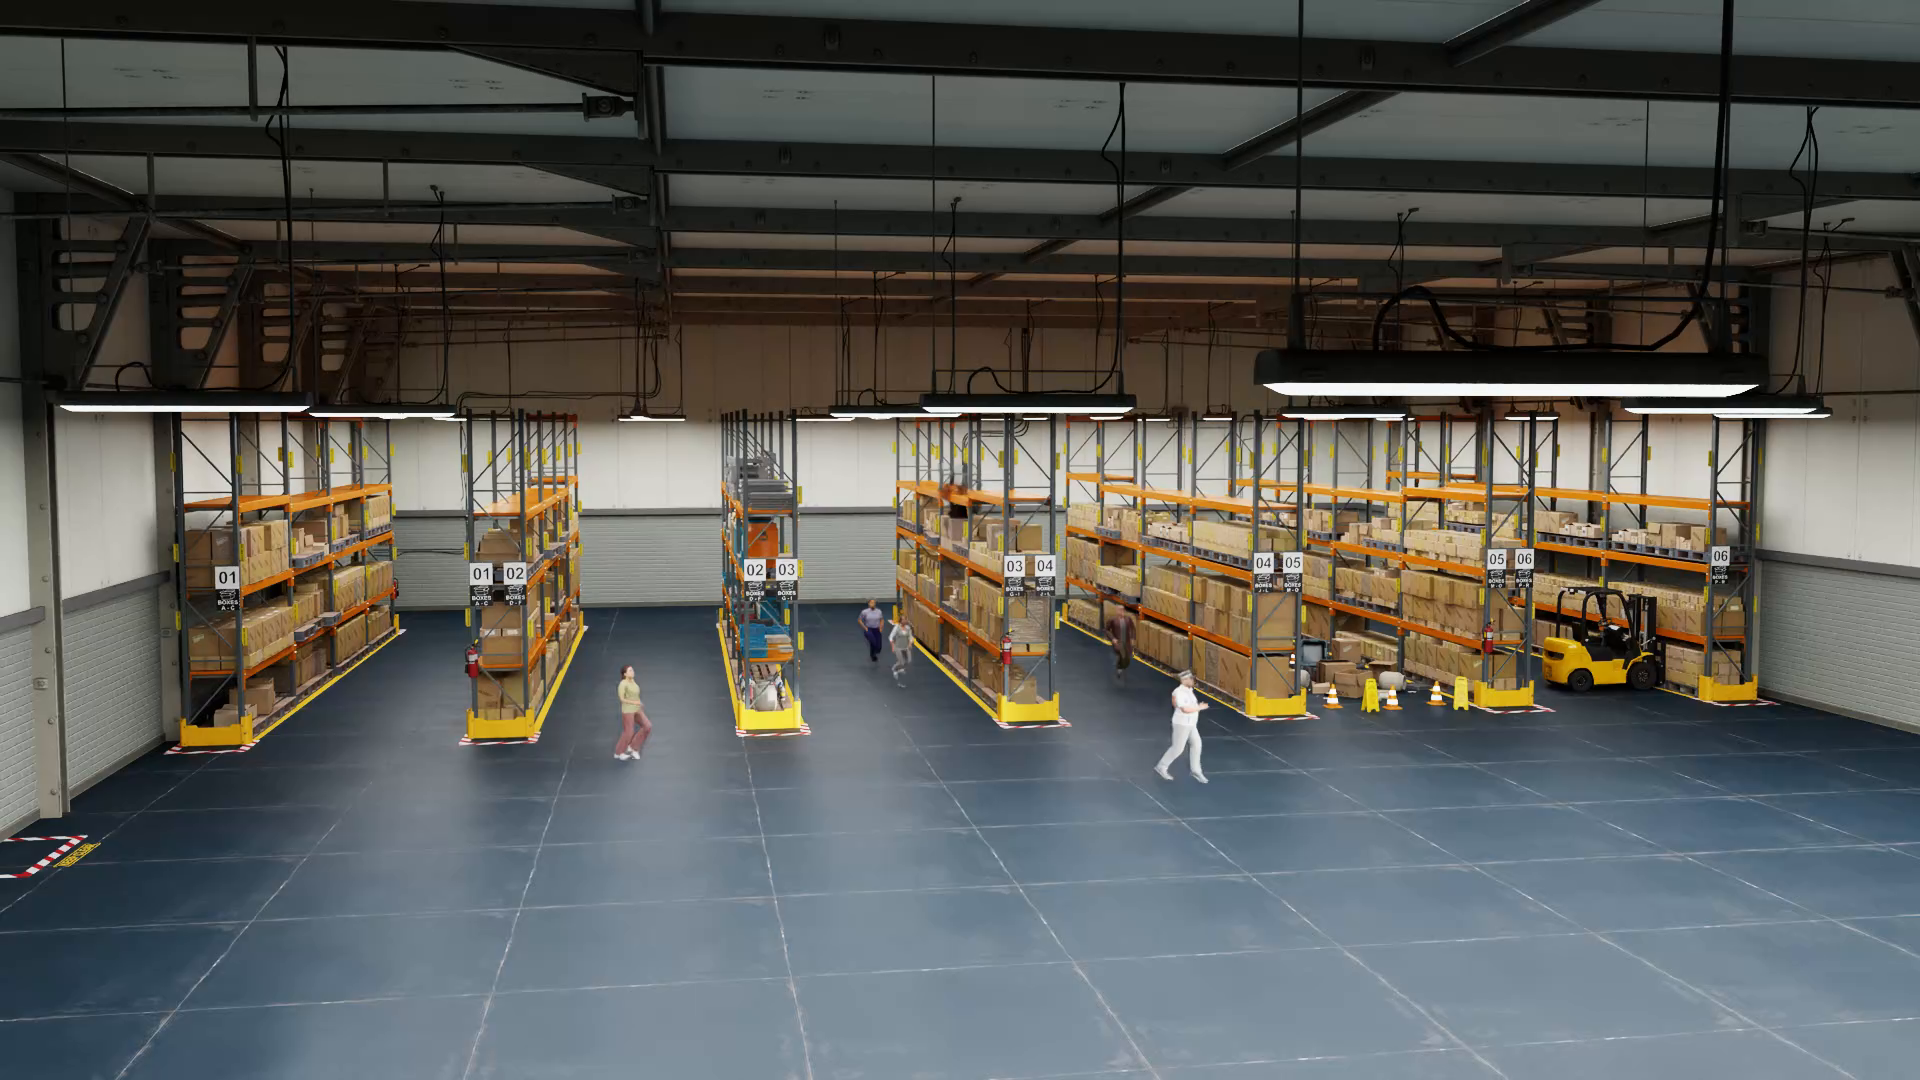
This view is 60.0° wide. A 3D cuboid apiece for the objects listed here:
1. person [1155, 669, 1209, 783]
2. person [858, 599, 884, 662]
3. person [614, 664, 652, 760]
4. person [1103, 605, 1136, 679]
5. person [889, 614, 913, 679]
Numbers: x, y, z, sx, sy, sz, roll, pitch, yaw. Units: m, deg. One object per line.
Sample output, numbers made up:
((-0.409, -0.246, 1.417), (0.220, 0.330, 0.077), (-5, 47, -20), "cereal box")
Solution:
((3.551, 2.977, 26.571), (0.848, 1.844, 0.664), (1, 4, 20), "person")
((-2.049, 2.128, 38.794), (0.614, 1.526, 0.705), (-1, 4, -19), "person")
((-5.600, 2.929, 28.300), (0.647, 1.641, 0.586), (2, 4, 21), "person")
((3.514, 2.249, 36.393), (0.743, 1.665, 0.783), (-1, 4, -16), "person")
((-1.265, 2.343, 36.225), (0.522, 1.405, 0.581), (-2, 4, -22), "person")
